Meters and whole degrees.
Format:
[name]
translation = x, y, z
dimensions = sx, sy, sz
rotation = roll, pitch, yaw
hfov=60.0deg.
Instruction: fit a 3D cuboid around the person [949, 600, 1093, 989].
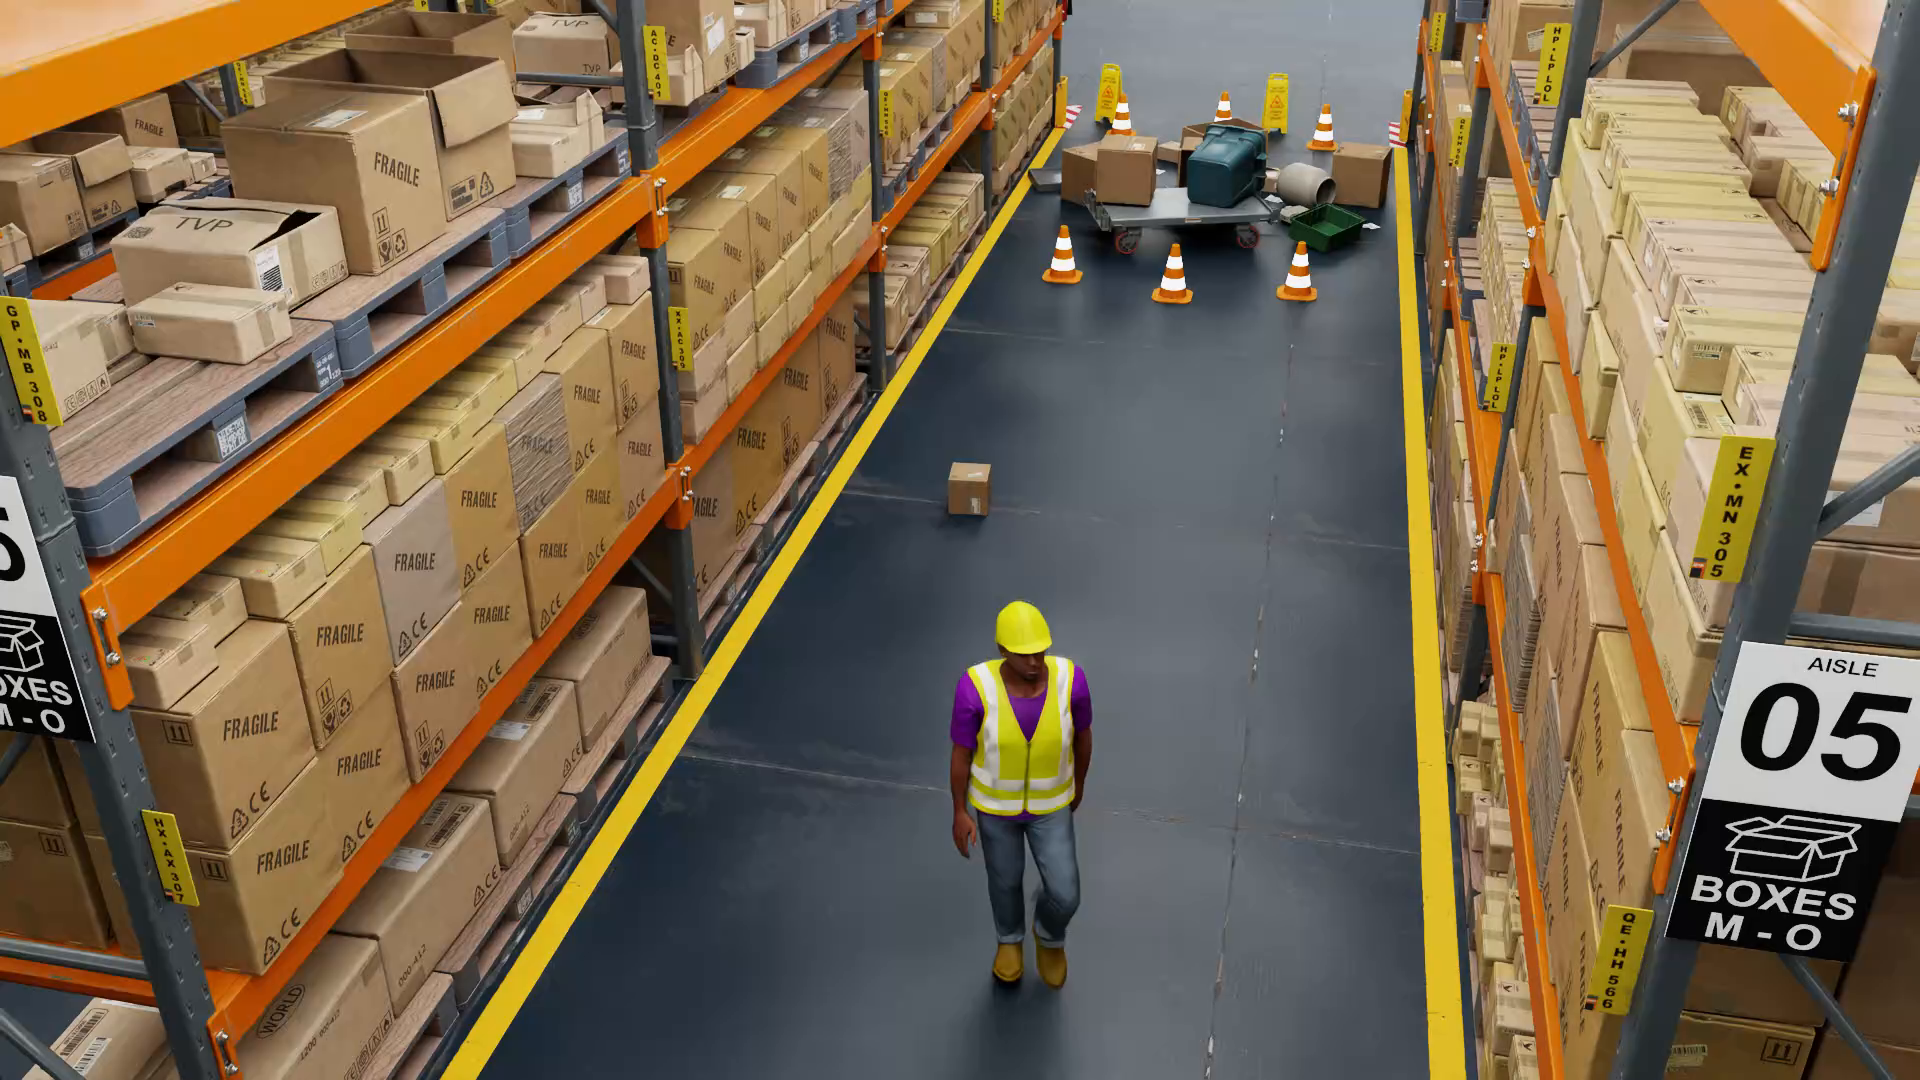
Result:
[person]
translation = 0.250, 1.071, 6.616
dimensions = 0.580, 1.794, 0.476
rotation = -2, 29, -4
